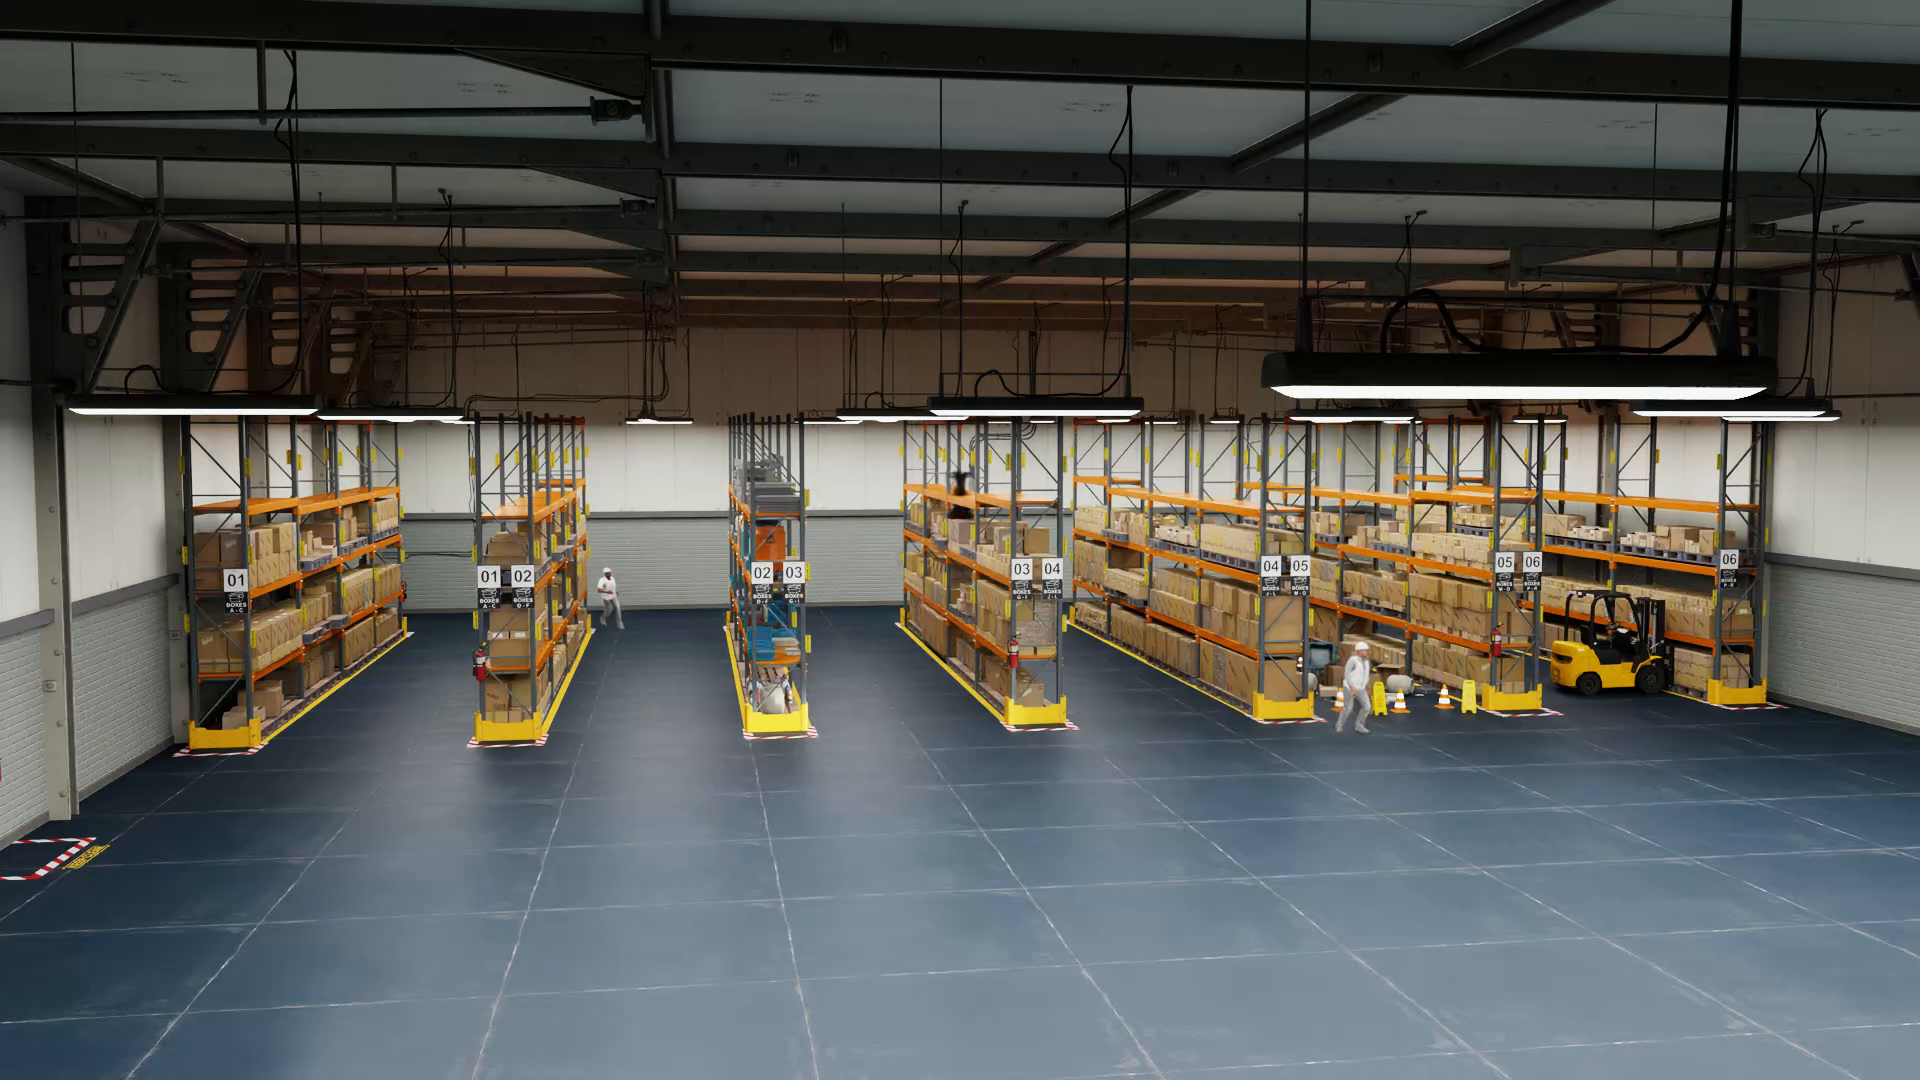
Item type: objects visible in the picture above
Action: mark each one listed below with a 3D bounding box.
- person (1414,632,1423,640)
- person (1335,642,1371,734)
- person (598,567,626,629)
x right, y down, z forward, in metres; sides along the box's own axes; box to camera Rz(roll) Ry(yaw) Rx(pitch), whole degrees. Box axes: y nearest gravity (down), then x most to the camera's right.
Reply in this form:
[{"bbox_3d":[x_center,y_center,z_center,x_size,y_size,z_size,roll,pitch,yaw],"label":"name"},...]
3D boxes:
[{"bbox_3d":[11.966,2.038,43.088,0.539,1.534,0.574,-2,4,-21],"label":"person"},{"bbox_3d":[7.391,2.751,31.152,0.655,1.734,0.646,-3,5,-35],"label":"person"},{"bbox_3d":[-9.976,1.652,47.151,0.920,1.758,0.735,3,5,38],"label":"person"}]
